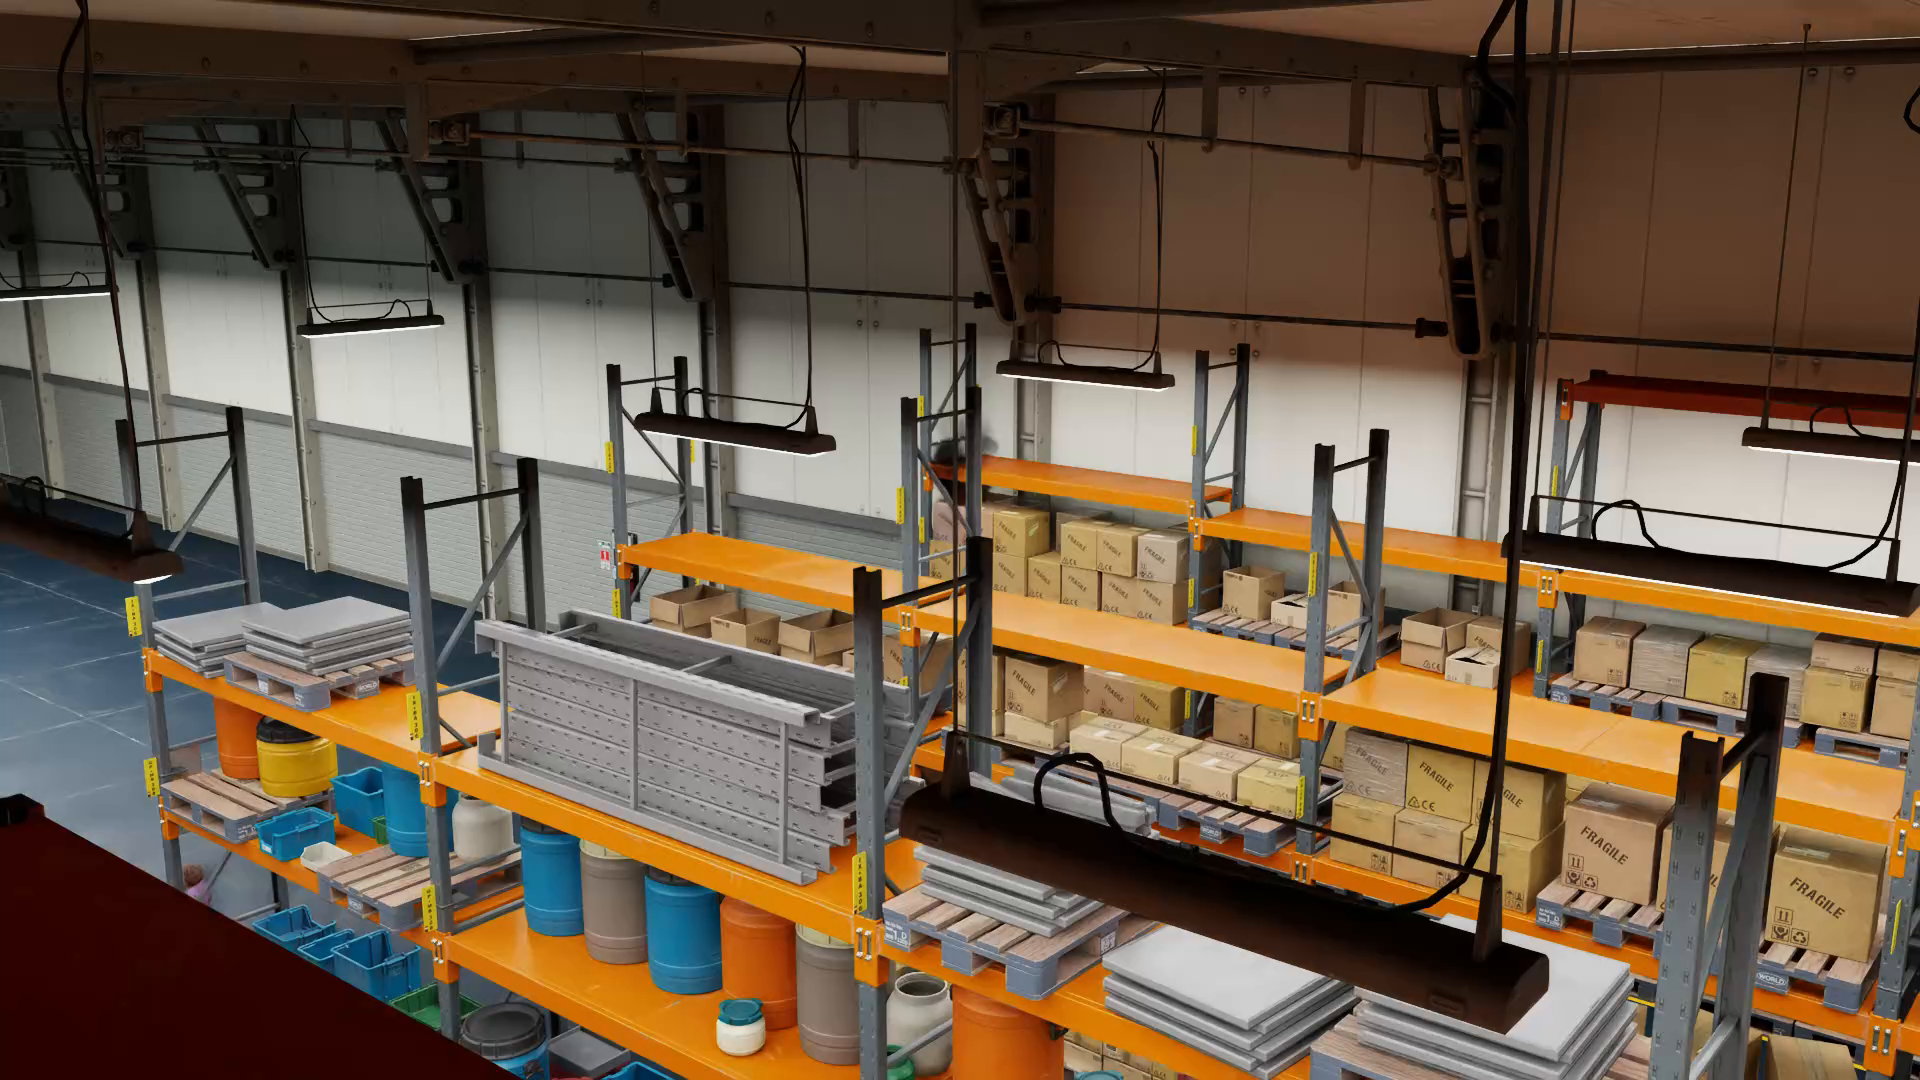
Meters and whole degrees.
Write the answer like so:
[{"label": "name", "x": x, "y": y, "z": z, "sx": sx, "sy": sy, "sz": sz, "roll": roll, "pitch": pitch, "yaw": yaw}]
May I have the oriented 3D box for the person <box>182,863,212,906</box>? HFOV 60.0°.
[{"label": "person", "x": -7.271, "y": 3.810, "z": 15.899, "sx": 0.512, "sy": 1.564, "sz": 0.602, "roll": -2, "pitch": 13, "yaw": -8}]
